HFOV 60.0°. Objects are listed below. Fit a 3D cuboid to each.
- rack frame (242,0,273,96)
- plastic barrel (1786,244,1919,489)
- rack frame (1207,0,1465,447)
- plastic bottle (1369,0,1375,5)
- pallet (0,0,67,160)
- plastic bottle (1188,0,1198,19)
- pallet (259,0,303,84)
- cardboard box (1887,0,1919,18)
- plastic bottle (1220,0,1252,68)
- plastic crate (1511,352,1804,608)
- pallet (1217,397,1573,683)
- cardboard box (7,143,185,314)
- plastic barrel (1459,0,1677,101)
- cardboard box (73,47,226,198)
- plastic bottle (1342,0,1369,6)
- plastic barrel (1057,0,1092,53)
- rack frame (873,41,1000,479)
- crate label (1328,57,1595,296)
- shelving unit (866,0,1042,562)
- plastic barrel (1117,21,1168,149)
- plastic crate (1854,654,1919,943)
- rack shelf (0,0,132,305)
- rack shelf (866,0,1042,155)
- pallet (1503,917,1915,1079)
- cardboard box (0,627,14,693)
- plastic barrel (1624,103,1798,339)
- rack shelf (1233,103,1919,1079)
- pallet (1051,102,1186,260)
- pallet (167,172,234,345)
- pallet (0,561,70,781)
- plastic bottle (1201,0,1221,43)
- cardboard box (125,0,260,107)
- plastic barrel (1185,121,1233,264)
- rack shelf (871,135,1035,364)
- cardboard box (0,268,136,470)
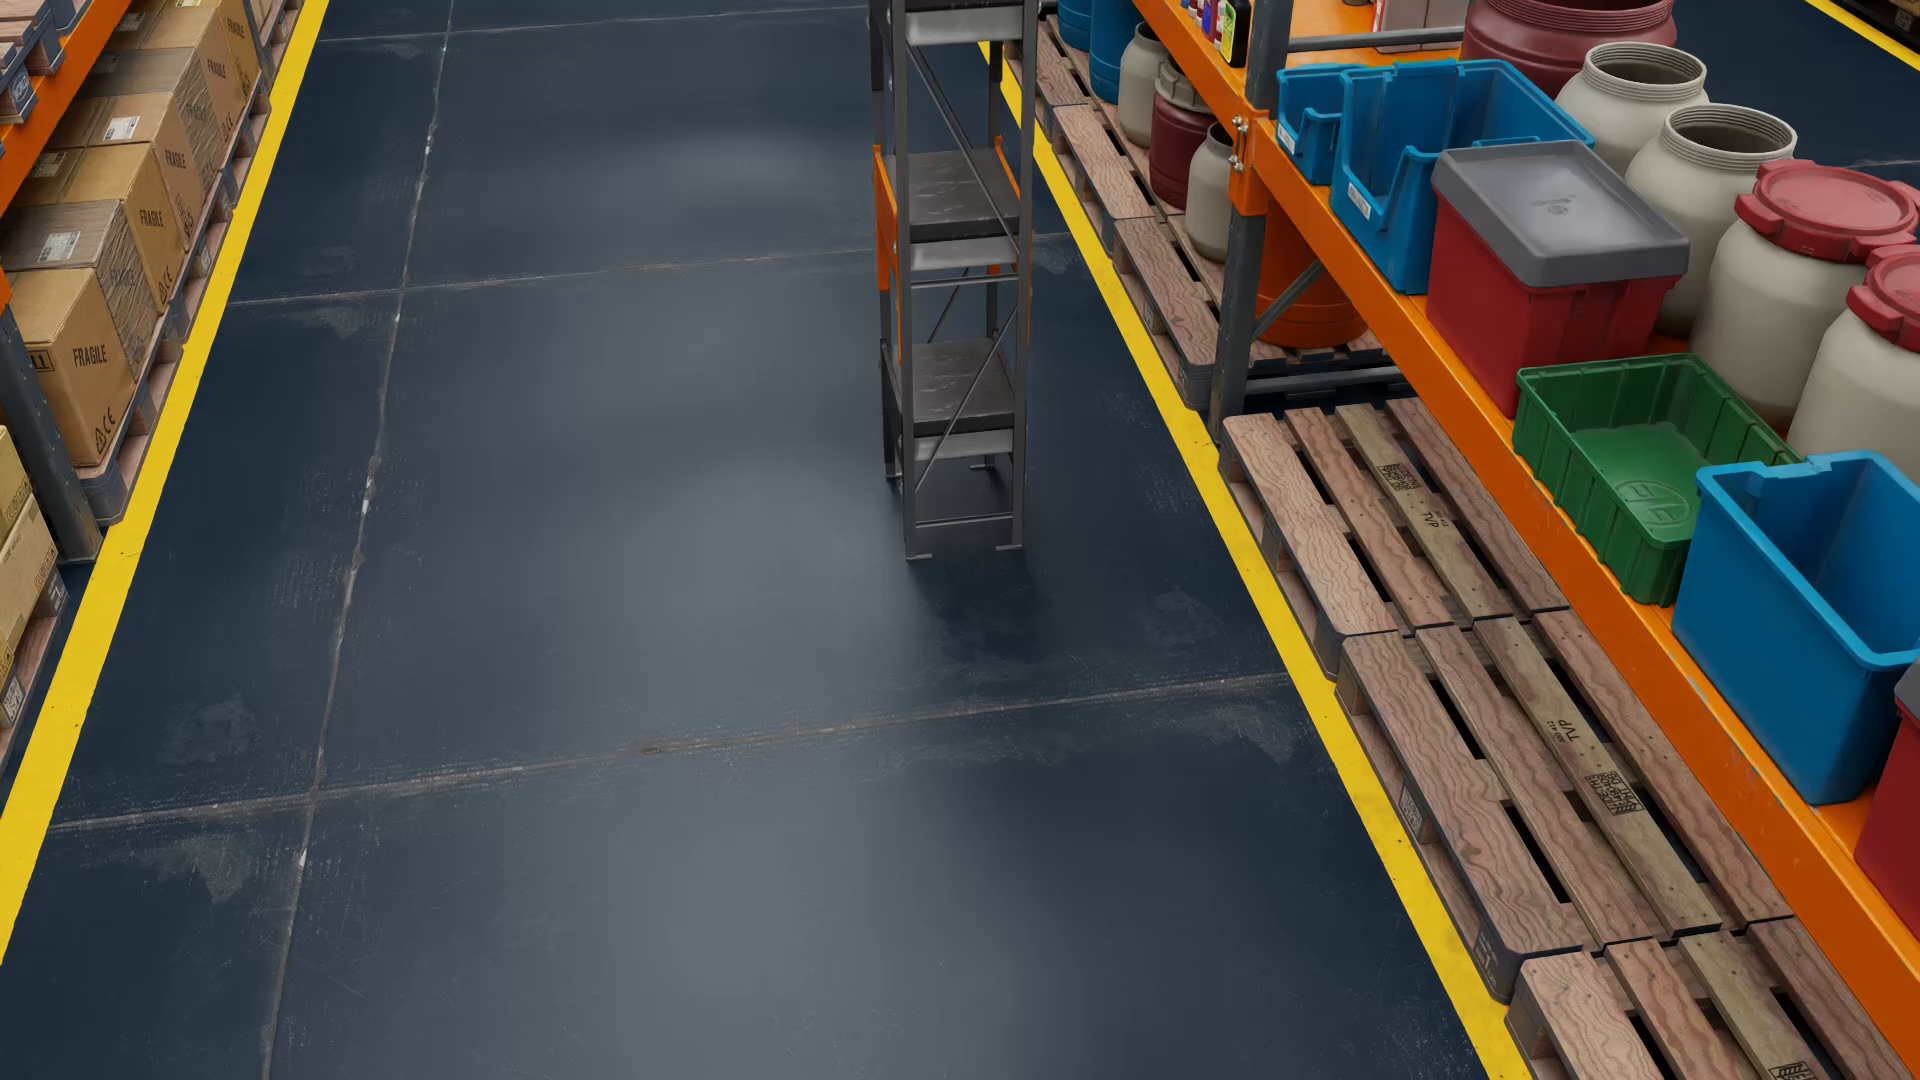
[{"bbox_3d":[-4.141,-3.508,7.821,1.000,3.000,0.127,-6,38,-8],"label":"rack frame"},{"bbox_3d":[2.058,-0.305,3.587,0.433,0.535,0.433,0,38,0],"label":"plastic barrel"},{"bbox_3d":[1.437,-1.623,5.394,1.000,3.000,0.127,-6,38,-8],"label":"rack frame"},{"bbox_3d":[1.599,-2.149,6.173,0.152,0.276,0.135,-6,38,-8],"label":"plastic bottle"},{"bbox_3d":[-3.628,-1.418,5.287,1.213,0.211,1.003,-6,38,-8],"label":"pallet"},{"bbox_3d":[0.887,-2.012,6.057,0.097,0.201,0.097,0,38,0],"label":"plastic bottle"},{"bbox_3d":[-4.261,-2.822,9.210,1.003,0.211,1.213,-6,38,-8],"label":"pallet"},{"bbox_3d":[5.744,-3.514,9.217,1.225,0.875,0.875,-6,38,-8],"label":"cardboard box"},{"bbox_3d":[0.946,-1.775,5.685,0.061,0.283,0.133,-6,38,-8],"label":"plastic bottle"},{"bbox_3d":[1.555,-0.144,3.664,0.450,0.188,0.662,-6,38,-8],"label":"plastic crate"},{"bbox_3d":[1.535,-0.049,5.641,1.003,0.211,1.213,-6,38,-8],"label":"pallet"},{"bbox_3d":[-3.419,-1.203,6.533,0.500,0.500,0.500,-7,38,-9],"label":"cardboard box"},{"bbox_3d":[1.817,-1.429,5.033,0.600,0.536,0.708,-6,38,-8],"label":"plastic barrel"},{"bbox_3d":[-3.607,-1.825,7.333,0.500,0.500,0.500,-6,38,-7],"label":"cardboard box"},{"bbox_3d":[1.479,-2.095,6.164,0.097,0.201,0.097,0,38,0],"label":"plastic bottle"},{"bbox_3d":[0.815,-3.045,8.593,0.600,0.901,0.708,-6,38,-8],"label":"plastic barrel"},{"bbox_3d":[-0.072,-1.077,5.424,0.400,2.100,0.015,-6,38,-8],"label":"rack frame"},{"bbox_3d":[1.345,-1.007,4.573,0.502,0.435,0.616,-6,38,-8],"label":"crate label"},{"bbox_3d":[-0.029,-0.929,5.235,0.431,2.100,0.503,-6,38,-8],"label":"shelving unit"},{"bbox_3d":[0.950,-2.113,7.711,0.421,0.512,0.421,0,38,0],"label":"plastic barrel"},{"bbox_3d":[1.752,0.509,2.598,0.402,0.464,0.583,-6,38,-8],"label":"plastic crate"},{"bbox_3d":[-3.791,-2.016,6.486,1.077,0.370,4.000,-6,38,-8],"label":"rack shelf"},{"bbox_3d":[-0.029,-1.471,4.813,0.431,0.518,0.480,-6,38,-8],"label":"rack shelf"},{"bbox_3d":[1.963,1.424,3.744,1.003,0.211,1.213,-6,38,-8],"label":"pallet"},{"bbox_3d":[-3.014,0.430,4.650,0.500,0.250,0.500,-7,38,-8],"label":"cardboard box"},{"bbox_3d":[1.902,-0.814,4.262,0.421,0.512,0.421,0,38,0],"label":"plastic barrel"},{"bbox_3d":[1.788,-0.130,4.059,1.077,0.370,4.000,-6,38,-8],"label":"rack shelf"},{"bbox_3d":[1.048,-1.728,7.803,1.003,0.211,1.213,-6,38,-8],"label":"pallet"},{"bbox_3d":[-3.744,-1.181,7.098,1.003,0.211,1.213,-6,38,-8],"label":"pallet"},{"bbox_3d":[-3.334,0.511,4.921,1.003,0.211,1.213,-6,38,-8],"label":"pallet"},{"bbox_3d":[0.906,-1.914,5.864,0.061,0.283,0.133,-6,38,-8],"label":"plastic bottle"},{"bbox_3d":[-3.773,-2.427,8.109,0.500,0.500,0.500,-6,38,-8],"label":"cardboard box"},{"bbox_3d":[1.148,-1.431,6.833,0.421,0.512,0.421,0,38,0],"label":"plastic barrel"},{"bbox_3d":[-0.029,-0.918,5.243,0.431,0.518,0.480,-6,38,-8],"label":"rack shelf"},{"bbox_3d":[-3.238,-0.584,5.736,0.500,0.500,0.500,-5,38,-6],"label":"cardboard box"}]
